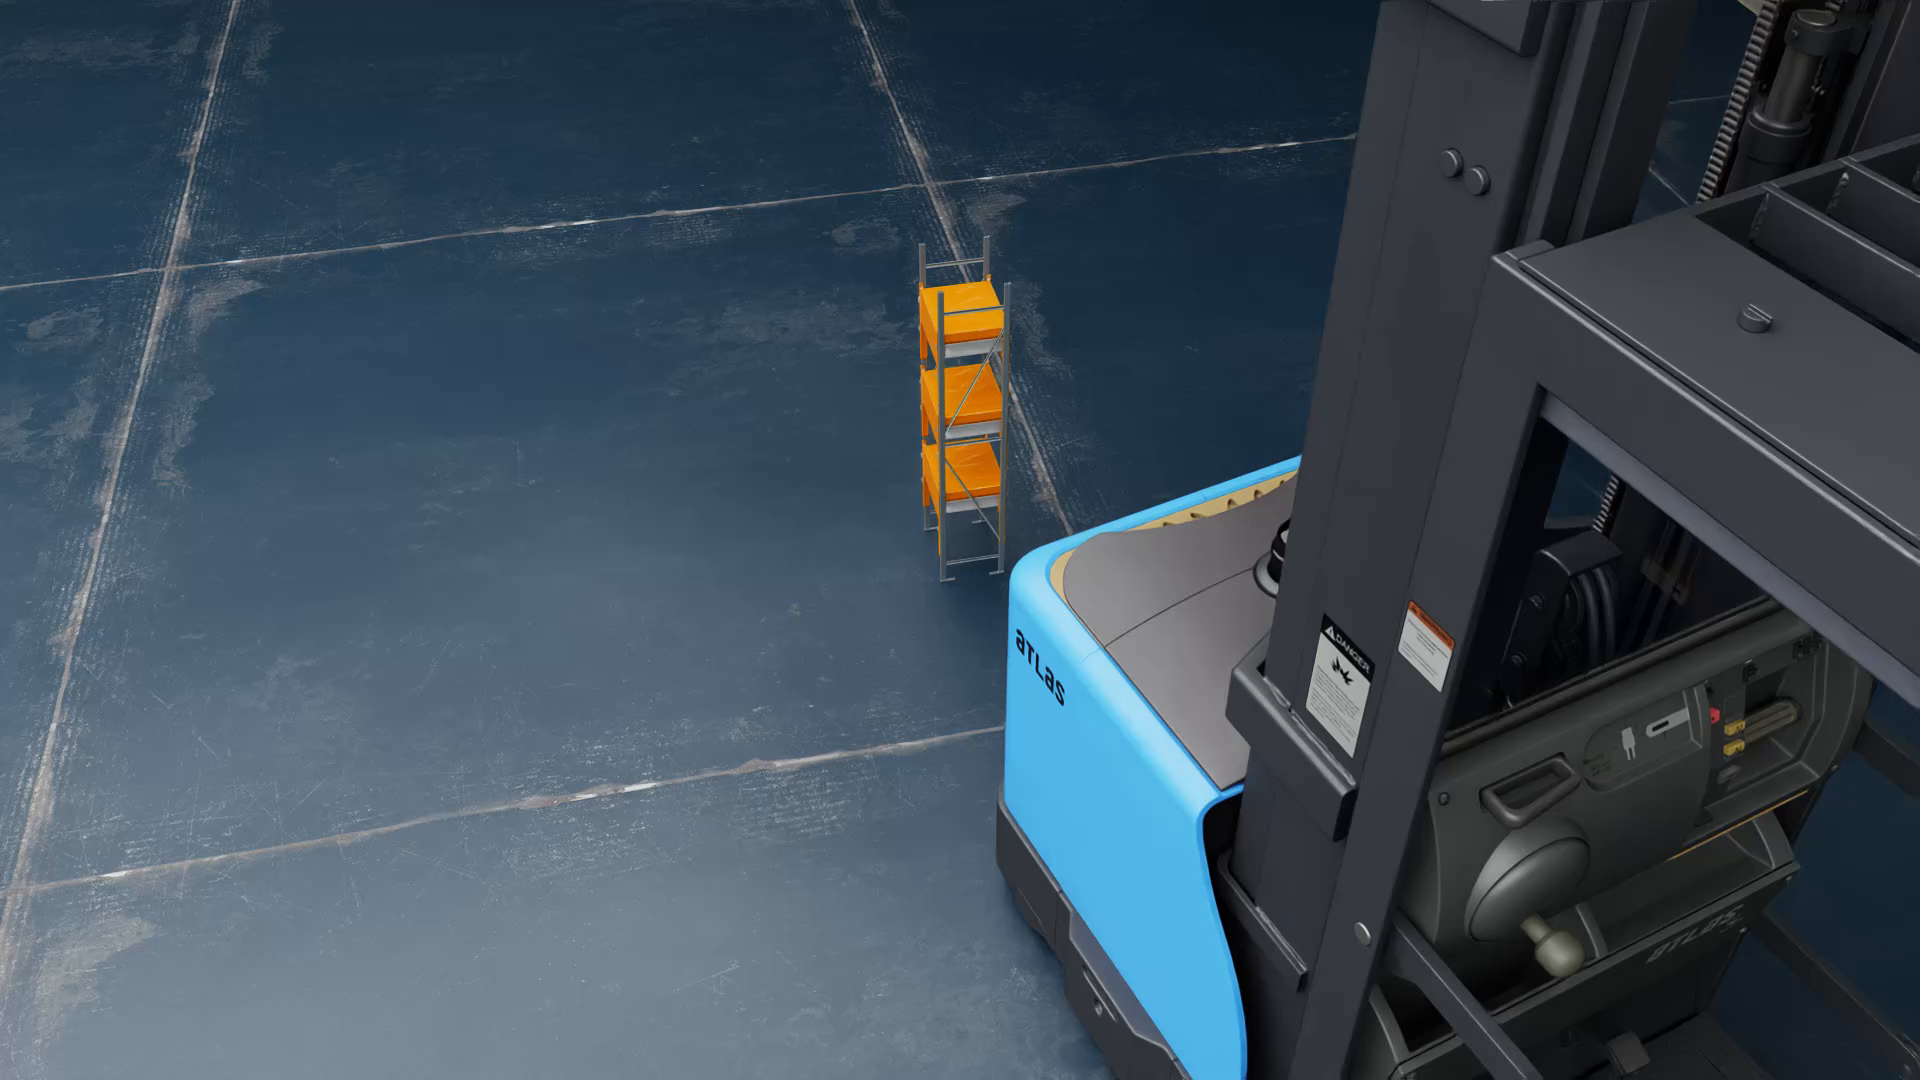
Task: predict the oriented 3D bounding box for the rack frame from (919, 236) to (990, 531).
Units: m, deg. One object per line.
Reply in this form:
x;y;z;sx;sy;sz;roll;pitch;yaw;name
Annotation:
-0.015;-0.437;4.951;0.200;1.050;0.008;-8;42;-9;rack frame

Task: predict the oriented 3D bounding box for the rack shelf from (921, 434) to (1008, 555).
0.012;-0.142;5.054;0.215;0.259;0.240;-8;42;-9;rack shelf

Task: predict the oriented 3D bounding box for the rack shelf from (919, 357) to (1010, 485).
0.012;-0.350;4.869;0.215;0.259;0.240;-8;42;-9;rack shelf

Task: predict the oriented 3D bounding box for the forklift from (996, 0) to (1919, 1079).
1.215;0.465;2.518;1.130;2.935;3.031;-19;45;-20;forklift

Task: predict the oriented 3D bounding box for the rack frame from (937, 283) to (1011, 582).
0.038;-0.279;4.773;0.200;1.050;0.008;-8;42;-9;rack frame

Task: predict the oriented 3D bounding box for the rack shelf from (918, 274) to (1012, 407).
0.012;-0.562;4.681;0.215;0.259;0.240;-8;42;-9;rack shelf

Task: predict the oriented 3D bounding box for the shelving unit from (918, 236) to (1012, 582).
0.012;-0.358;4.862;0.215;1.050;0.252;-8;42;-9;shelving unit
